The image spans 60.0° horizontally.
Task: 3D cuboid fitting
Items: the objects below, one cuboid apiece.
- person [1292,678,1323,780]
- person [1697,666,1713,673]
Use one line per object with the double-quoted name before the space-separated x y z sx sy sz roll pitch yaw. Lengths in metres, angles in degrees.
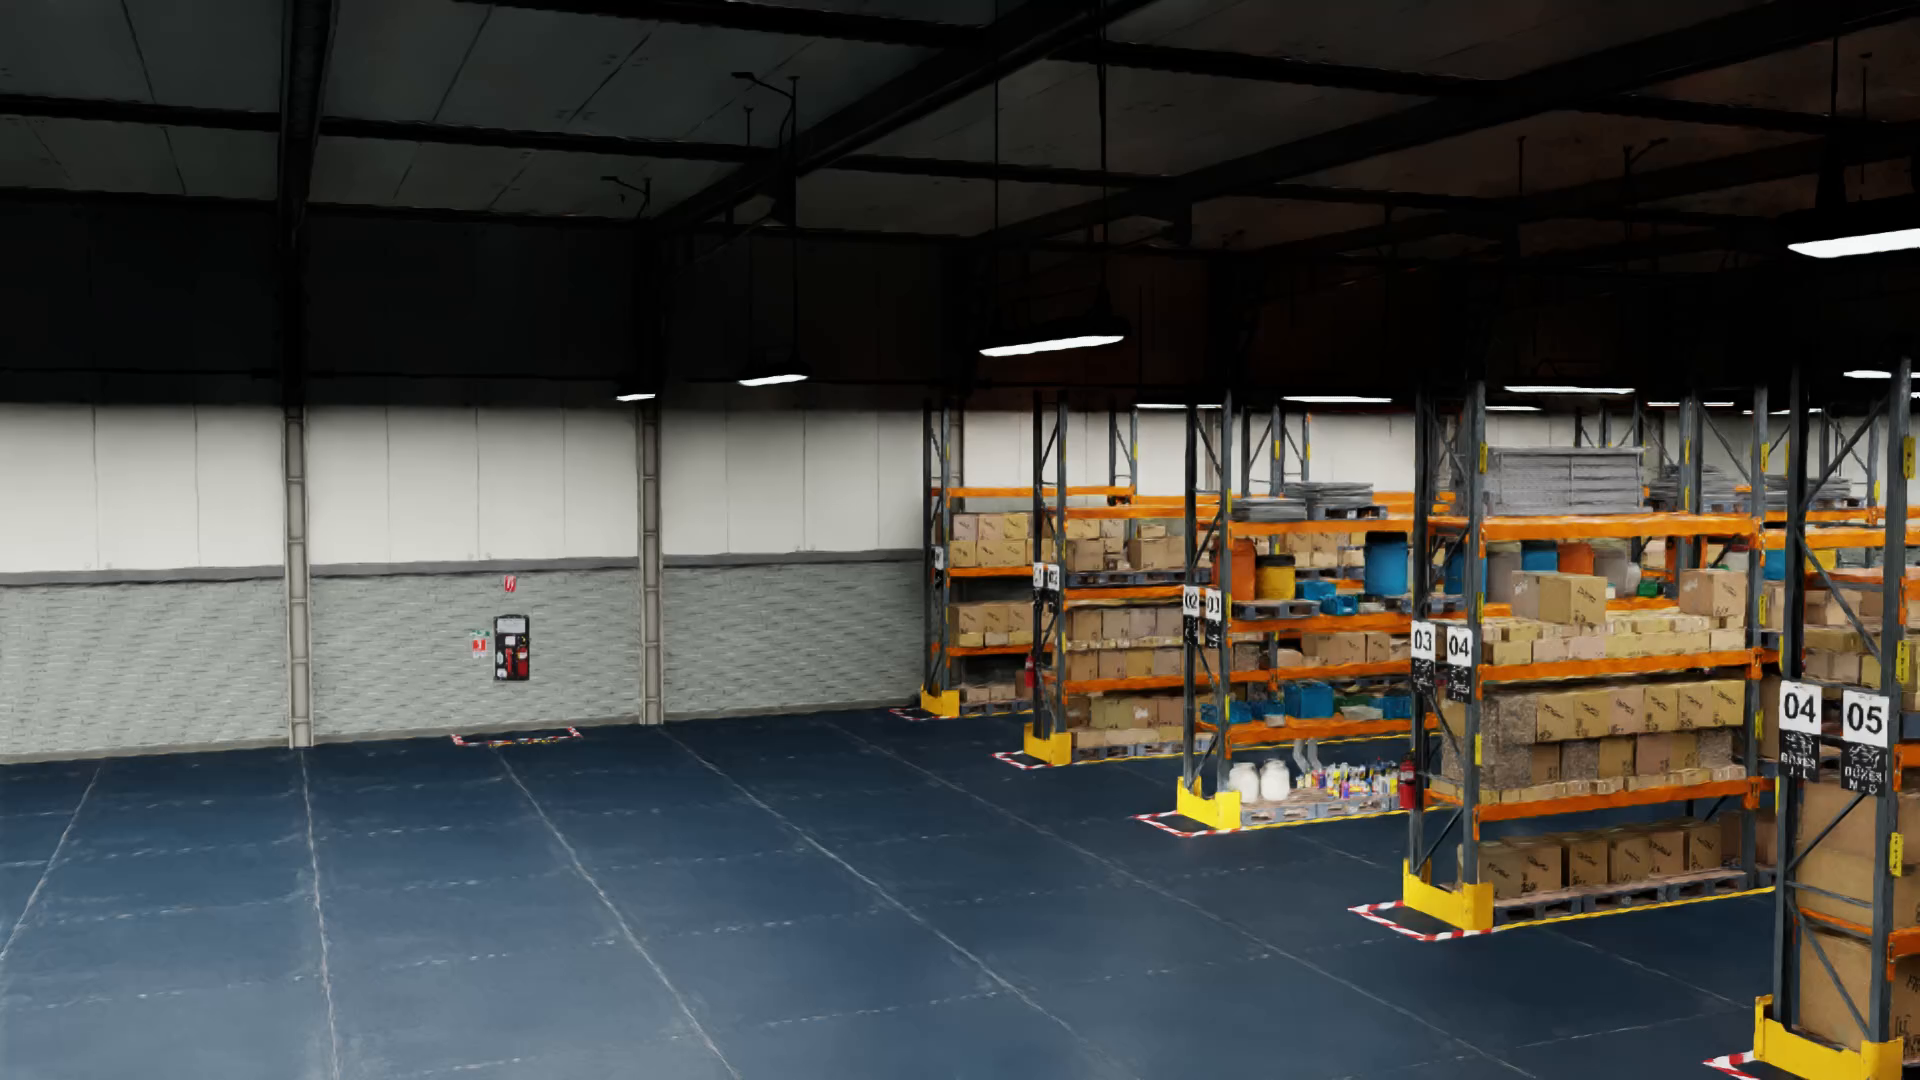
"person" 5.241 2.886 25.075 0.512 1.620 0.639 -2 4 -24
"person" 13.811 2.534 30.869 1.089 1.588 0.455 -2 4 -25
